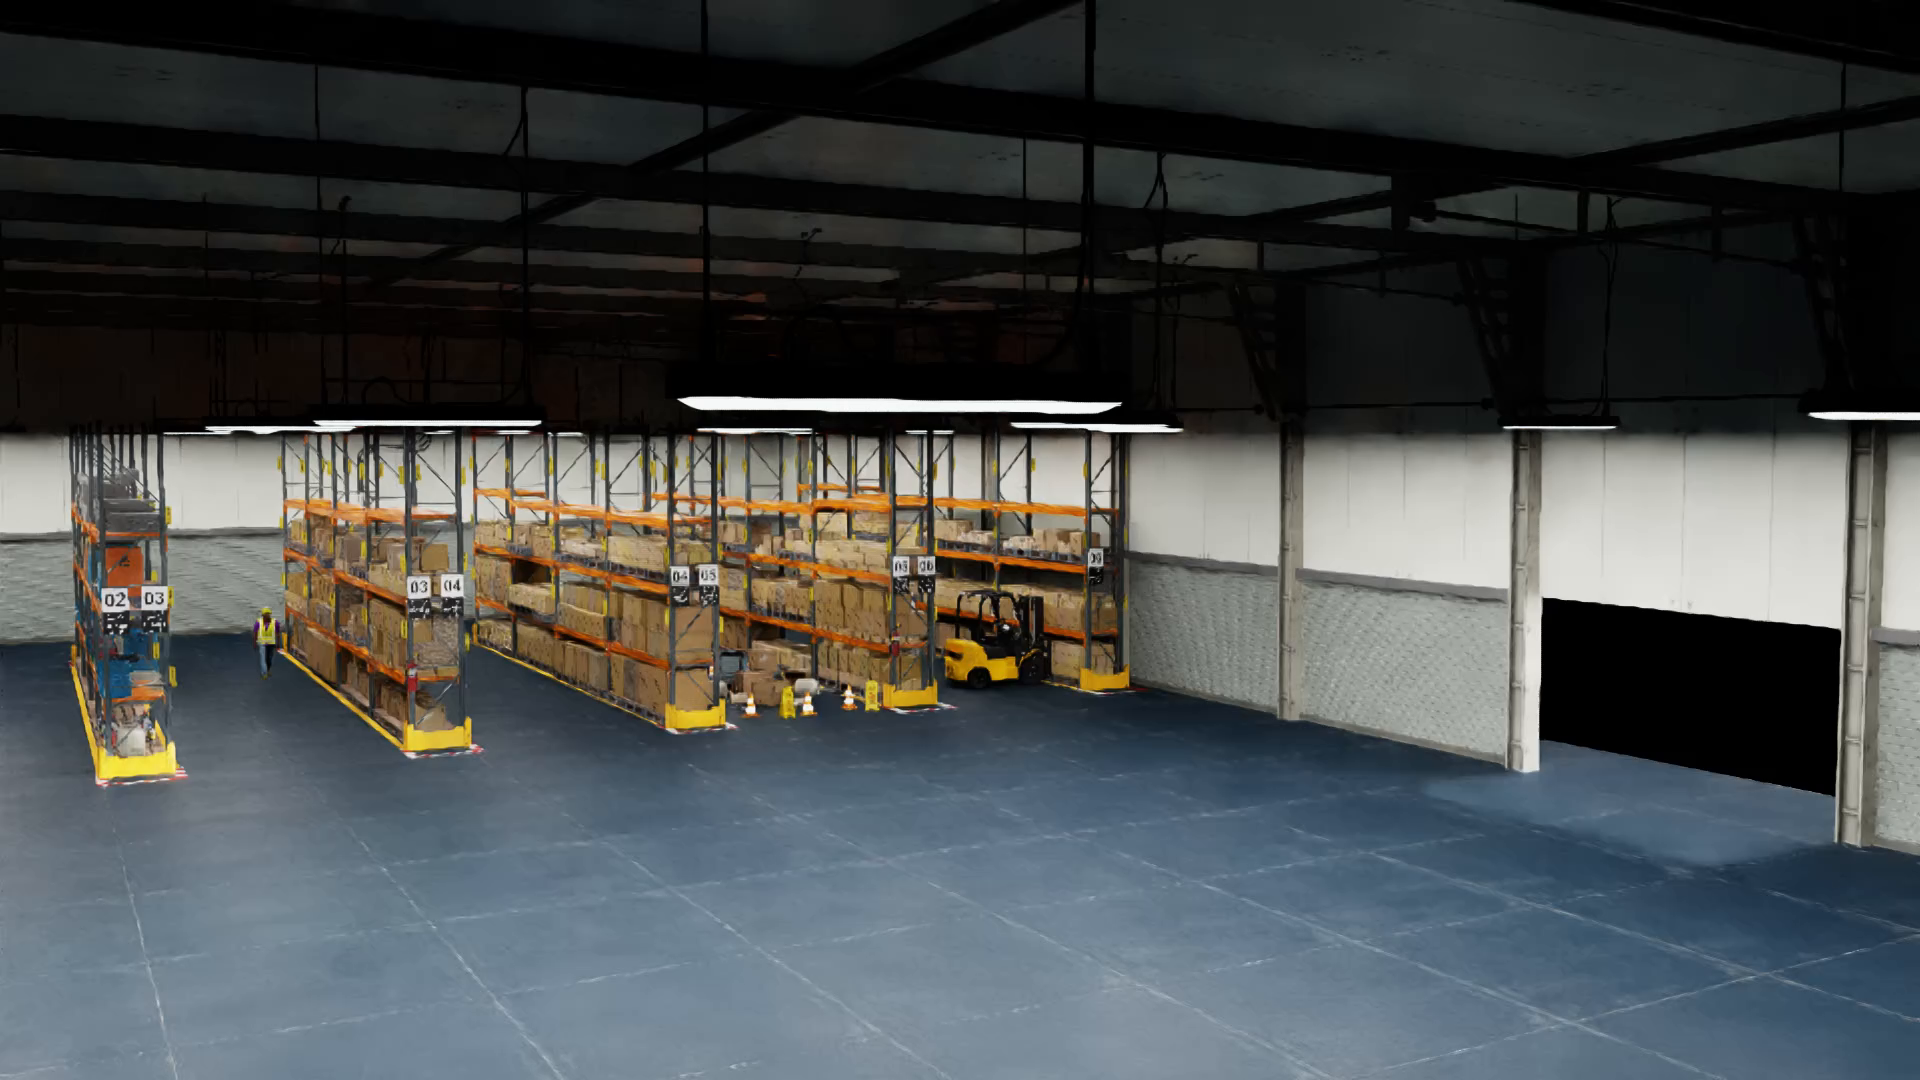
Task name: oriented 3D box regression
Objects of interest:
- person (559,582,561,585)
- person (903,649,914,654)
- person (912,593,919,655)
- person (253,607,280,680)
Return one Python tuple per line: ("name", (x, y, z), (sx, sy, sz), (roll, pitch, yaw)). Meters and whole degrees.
("person", (-11.217, 2.017, 46.469), (0.518, 1.675, 0.414), (2, 4, 33))
("person", (-1.274, 2.452, 39.242), (0.551, 1.665, 0.574), (0, 4, 3))
("person", (-1.350, 2.177, 42.910), (0.591, 1.760, 0.685), (0, 4, -5))
("person", (-16.439, 2.430, 39.465), (0.572, 1.689, 1.128), (-2, 4, -31))
